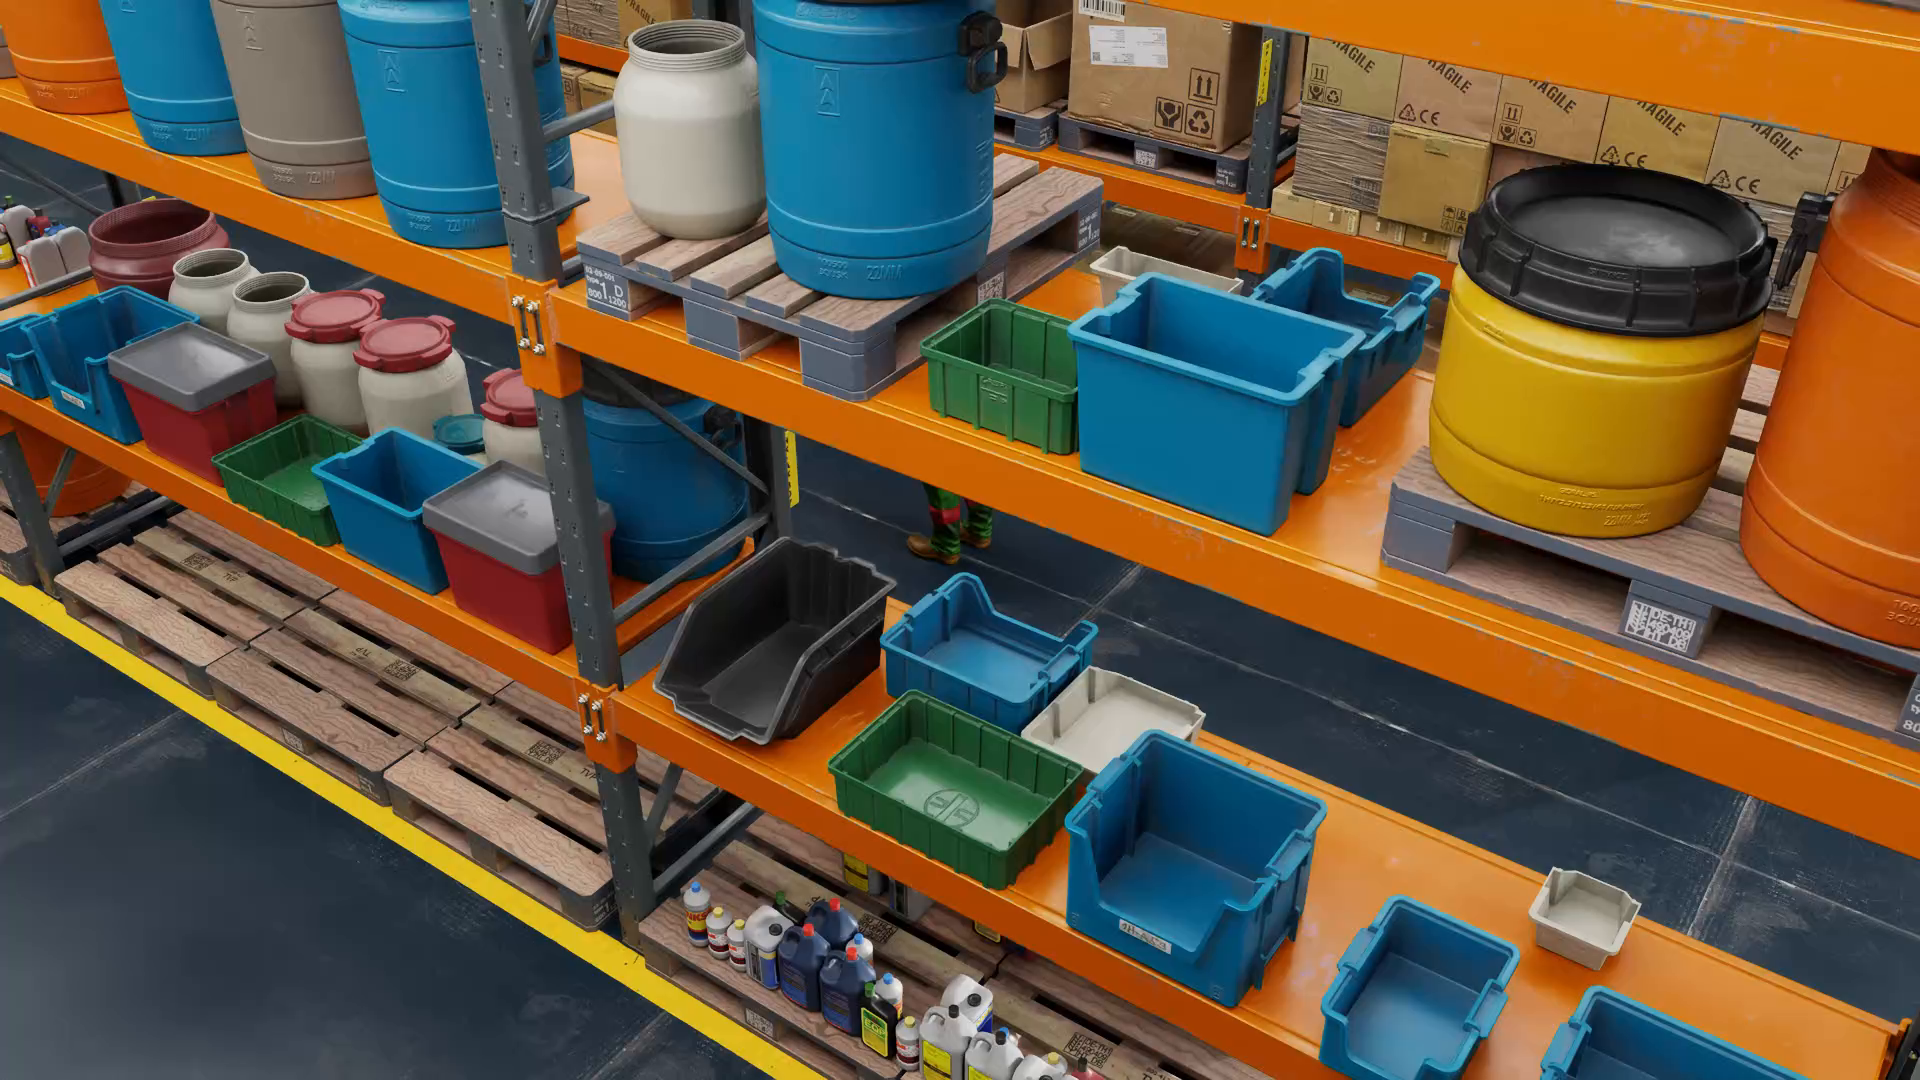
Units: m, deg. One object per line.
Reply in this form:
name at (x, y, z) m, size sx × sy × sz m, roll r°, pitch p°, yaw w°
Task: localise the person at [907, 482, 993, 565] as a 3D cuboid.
person at (-0.087, -0.699, 8.154) m, size 0.564 × 1.782 × 0.493 m, roll 22°, pitch 40°, yaw 28°
